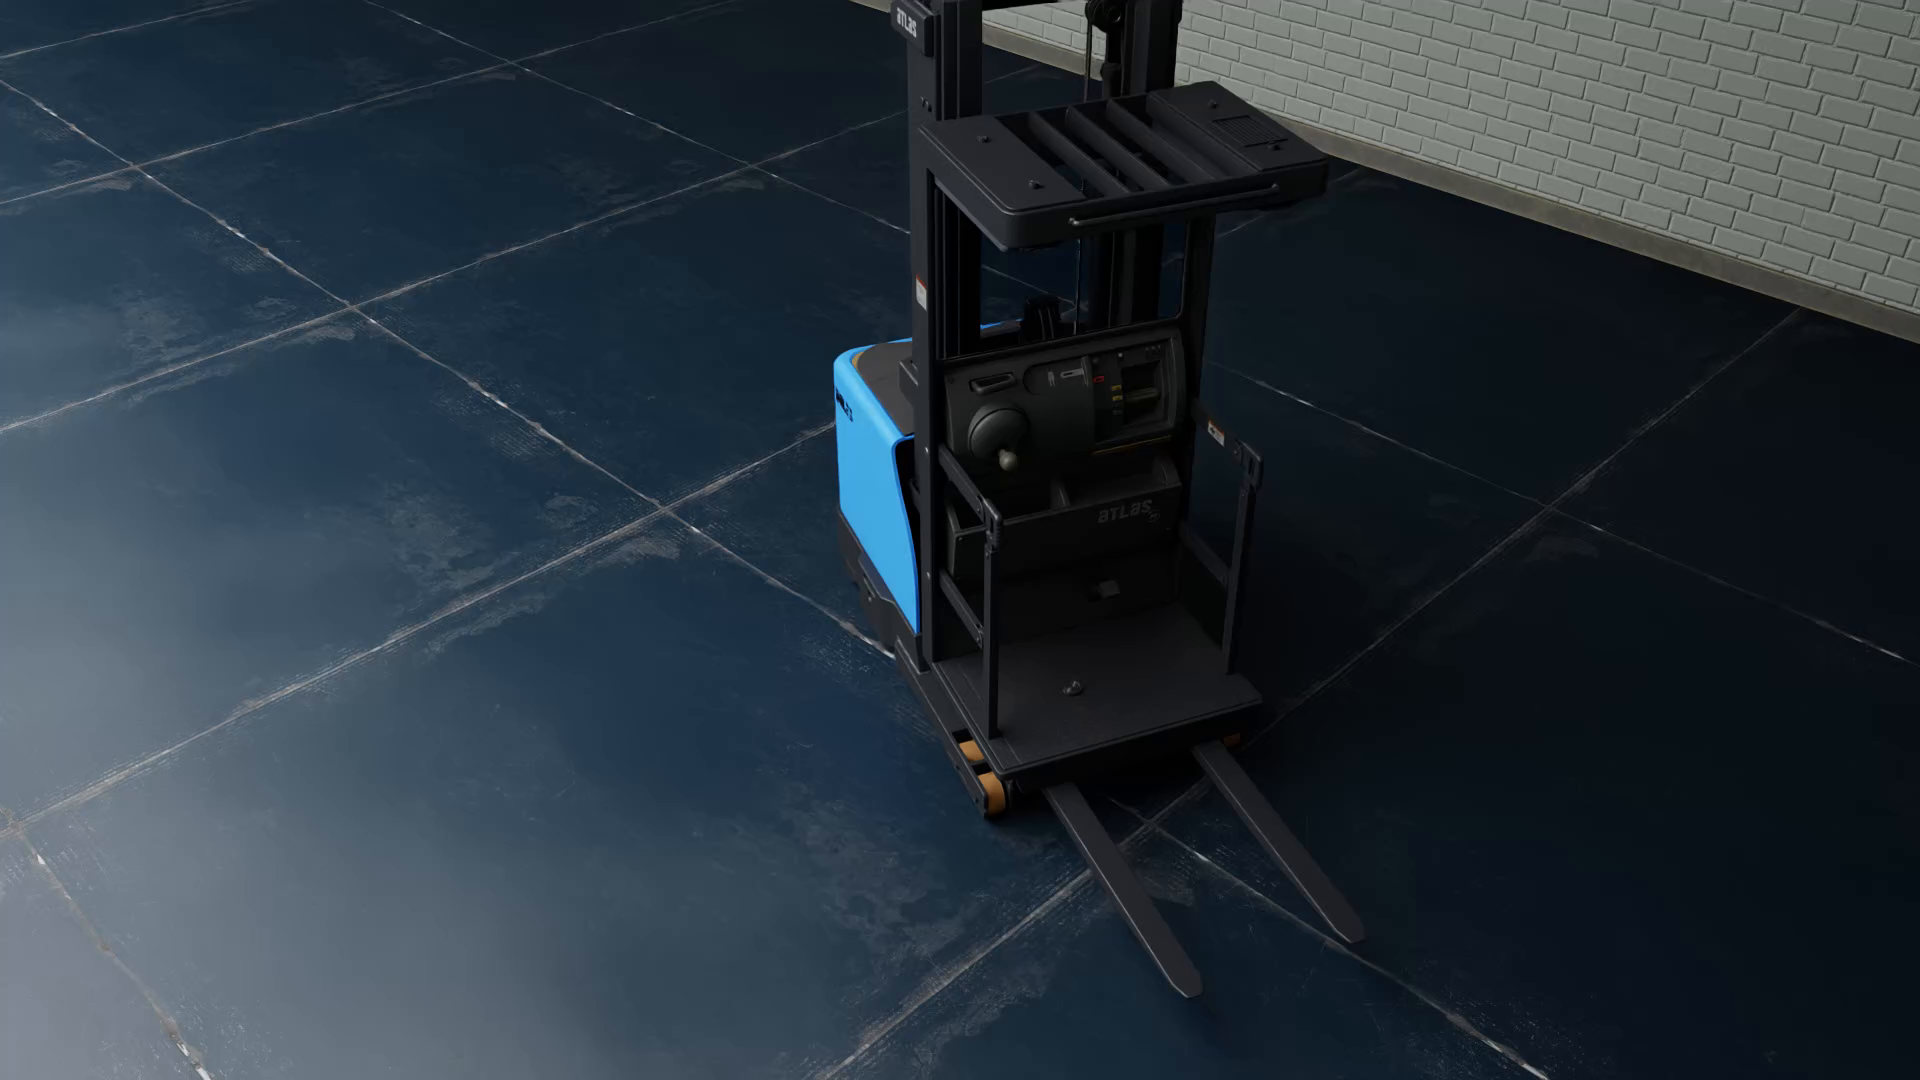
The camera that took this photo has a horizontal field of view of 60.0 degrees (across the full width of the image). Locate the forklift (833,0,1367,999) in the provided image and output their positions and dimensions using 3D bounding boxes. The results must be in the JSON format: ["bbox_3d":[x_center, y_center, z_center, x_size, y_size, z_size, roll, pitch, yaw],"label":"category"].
[{"bbox_3d":[0.469,-0.439,5.817,1.130,2.935,3.031,-13,37,-18],"label":"forklift"}]
